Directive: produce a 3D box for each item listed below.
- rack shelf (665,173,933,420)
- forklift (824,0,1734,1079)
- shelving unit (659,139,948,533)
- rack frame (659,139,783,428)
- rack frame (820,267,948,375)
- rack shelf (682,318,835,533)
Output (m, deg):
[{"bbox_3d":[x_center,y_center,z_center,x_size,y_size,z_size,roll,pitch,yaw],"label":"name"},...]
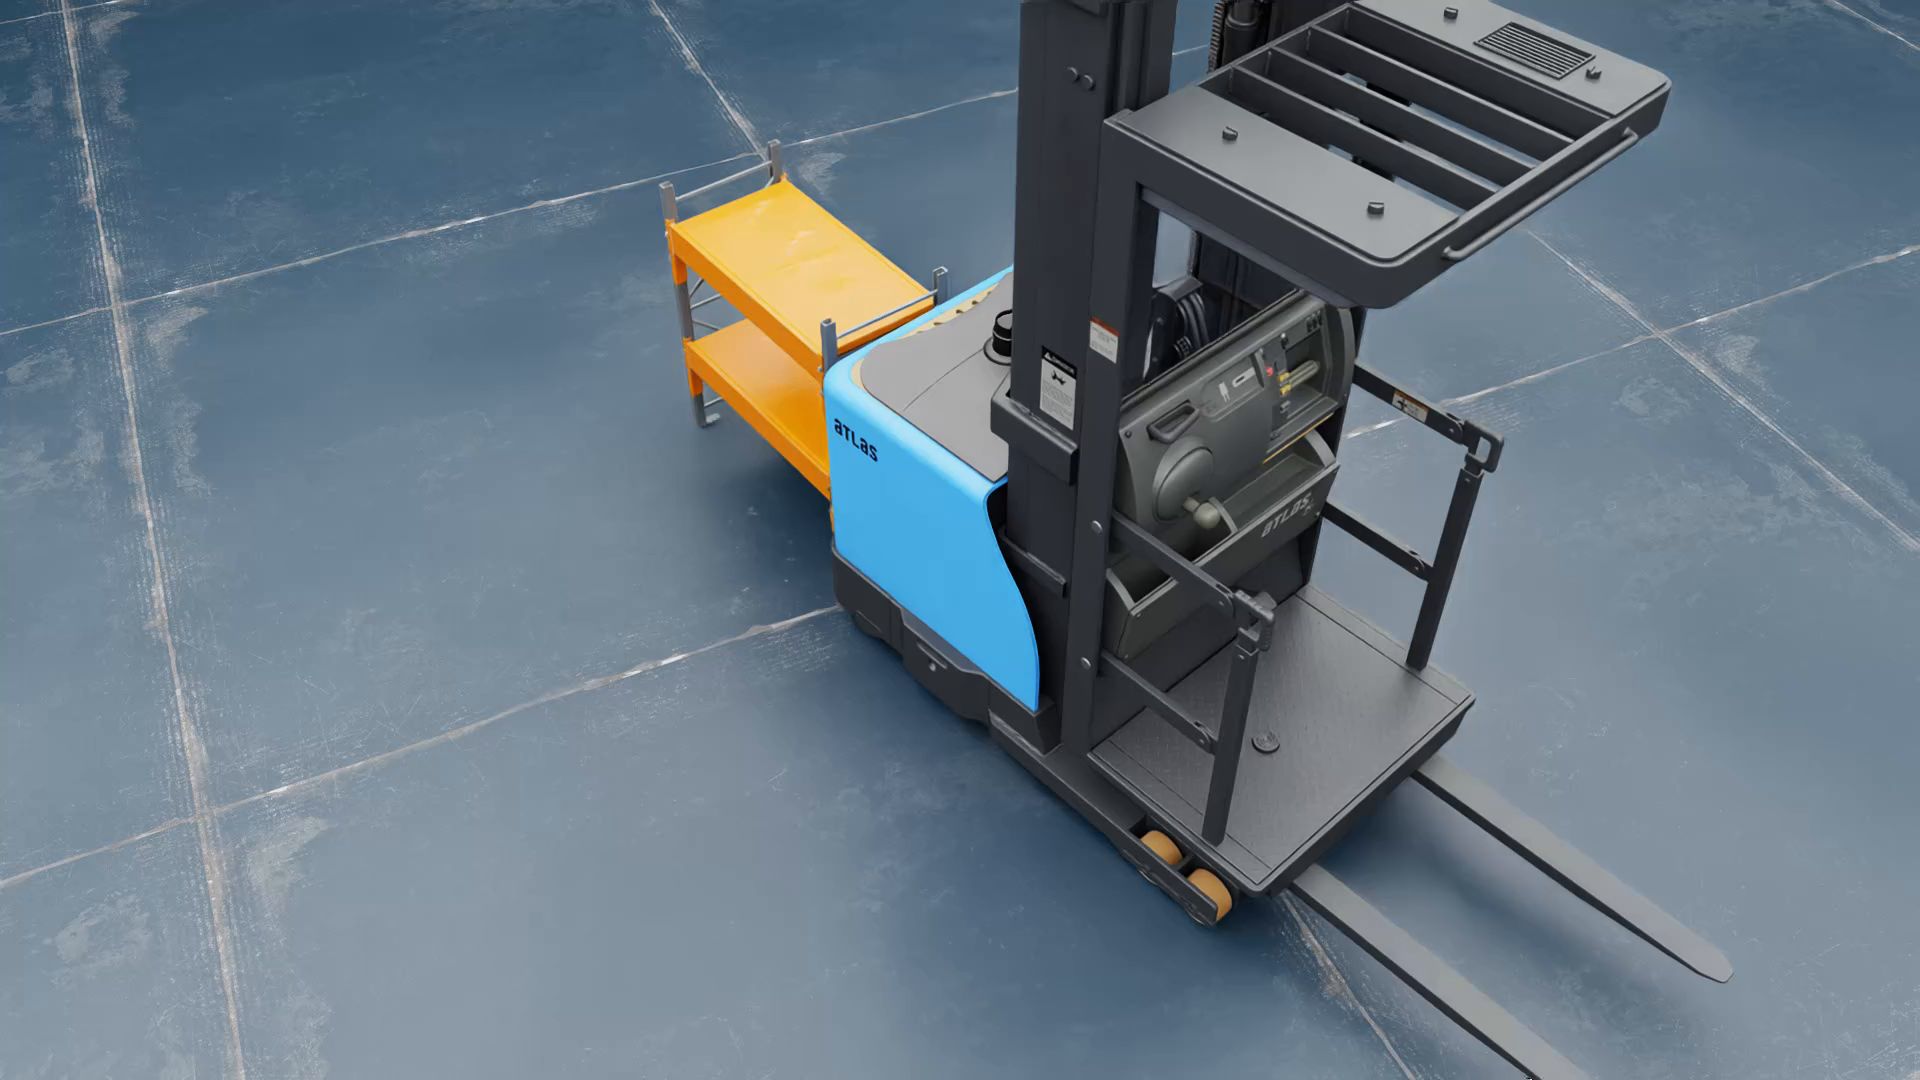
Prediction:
[{"bbox_3d":[-0.557,-0.893,5.937,0.538,0.278,1.000,-29,51,-26],"label":"rack shelf"},{"bbox_3d":[0.918,-0.288,4.455,1.130,2.935,3.031,-33,53,-29],"label":"forklift"},{"bbox_3d":[-0.557,-0.684,6.143,0.538,1.125,1.048,-29,51,-26],"label":"shelving unit"},{"bbox_3d":[-0.868,-0.967,6.429,0.500,1.125,0.032,-29,51,-26],"label":"rack frame"},{"bbox_3d":[-0.246,-0.402,5.856,0.500,1.125,0.032,-29,51,-26],"label":"rack frame"},{"bbox_3d":[-0.557,-0.510,6.314,0.538,0.278,1.000,-29,51,-26],"label":"rack shelf"}]
